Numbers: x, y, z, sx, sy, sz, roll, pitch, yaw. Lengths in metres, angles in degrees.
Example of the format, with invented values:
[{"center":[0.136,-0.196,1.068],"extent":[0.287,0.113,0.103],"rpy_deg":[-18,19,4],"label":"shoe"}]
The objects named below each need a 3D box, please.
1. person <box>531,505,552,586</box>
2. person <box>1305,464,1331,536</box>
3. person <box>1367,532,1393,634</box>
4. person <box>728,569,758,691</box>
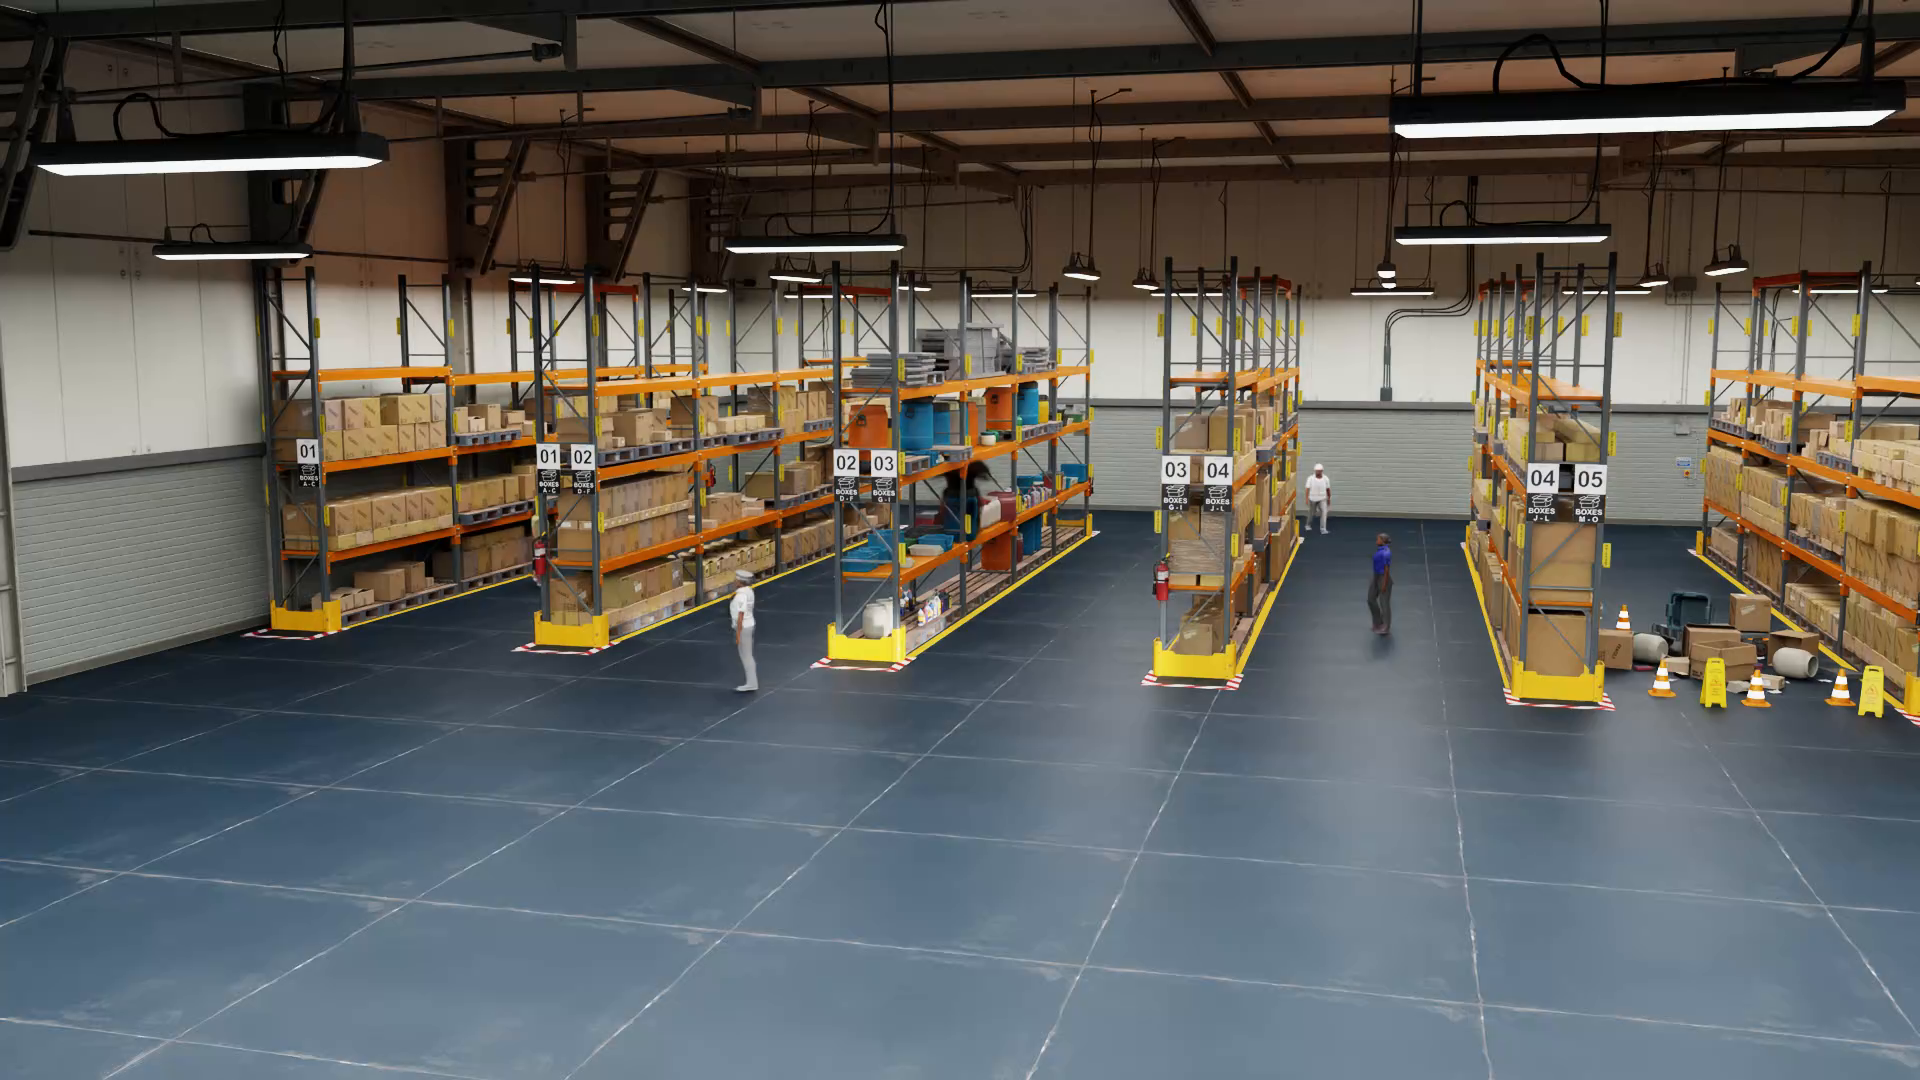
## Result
[{"center":[-8.150,0.058,32.418],"extent":[0.401,1.674,0.453],"rpy_deg":[-1,7,-5],"label":"person"},{"center":[8.749,-0.992,40.583],"extent":[0.670,1.730,1.019],"rpy_deg":[-1,7,-9],"label":"person"},{"center":[6.980,0.729,27.524],"extent":[0.322,1.701,0.510],"rpy_deg":[-2,8,-17],"label":"person"},{"center":[-3.000,1.266,23.055],"extent":[0.398,1.724,0.582],"rpy_deg":[0,7,2],"label":"person"}]
